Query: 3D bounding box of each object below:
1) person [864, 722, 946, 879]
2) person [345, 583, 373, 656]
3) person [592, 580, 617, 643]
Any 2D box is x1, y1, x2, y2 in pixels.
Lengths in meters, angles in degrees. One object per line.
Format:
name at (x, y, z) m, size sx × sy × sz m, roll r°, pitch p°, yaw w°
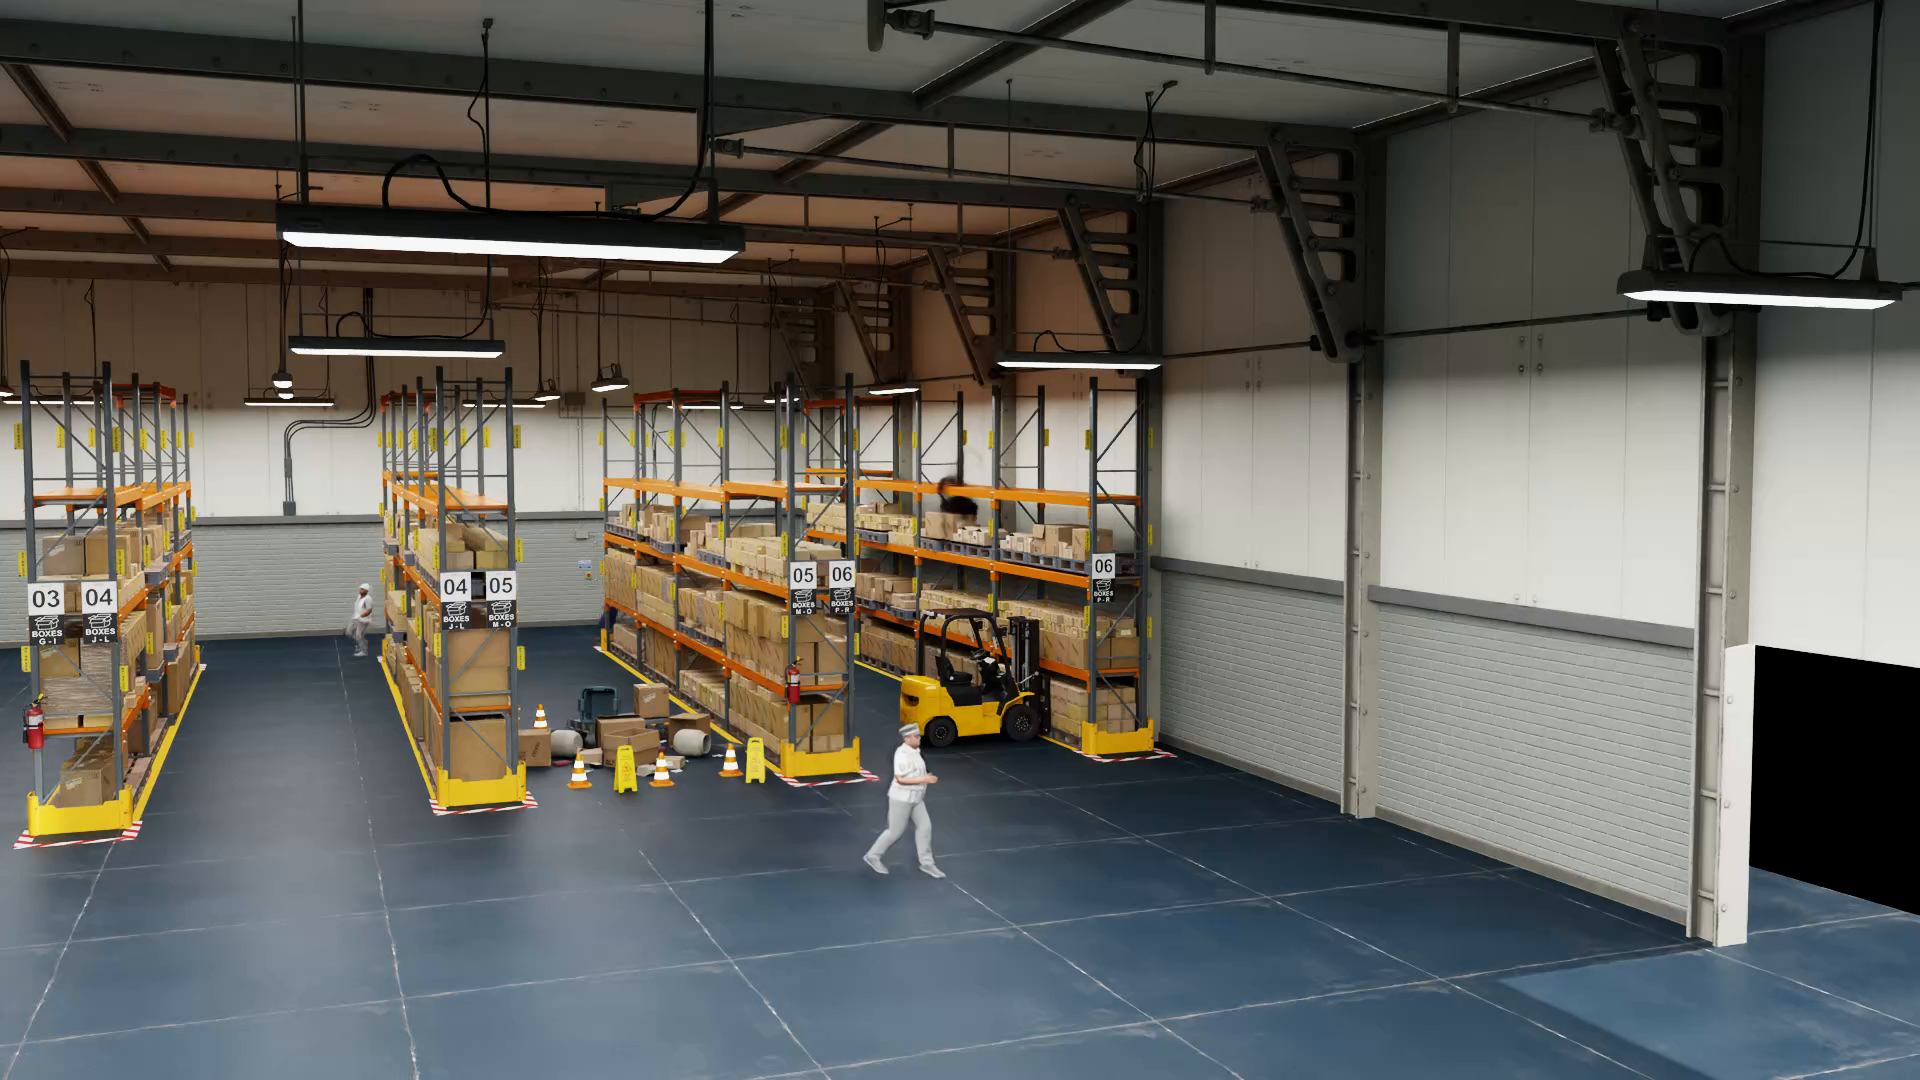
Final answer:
person at (-0.634, 2.967, 18.983) m, size 0.937 × 1.798 × 0.621 m, roll 1°, pitch 4°, yaw 20°
person at (-13.743, 1.844, 38.172) m, size 0.721 × 1.712 × 0.558 m, roll 3°, pitch 5°, yaw 42°
person at (-8.619, 1.759, 40.898) m, size 0.865 × 1.605 × 0.653 m, roll -1°, pitch 3°, yaw -11°
